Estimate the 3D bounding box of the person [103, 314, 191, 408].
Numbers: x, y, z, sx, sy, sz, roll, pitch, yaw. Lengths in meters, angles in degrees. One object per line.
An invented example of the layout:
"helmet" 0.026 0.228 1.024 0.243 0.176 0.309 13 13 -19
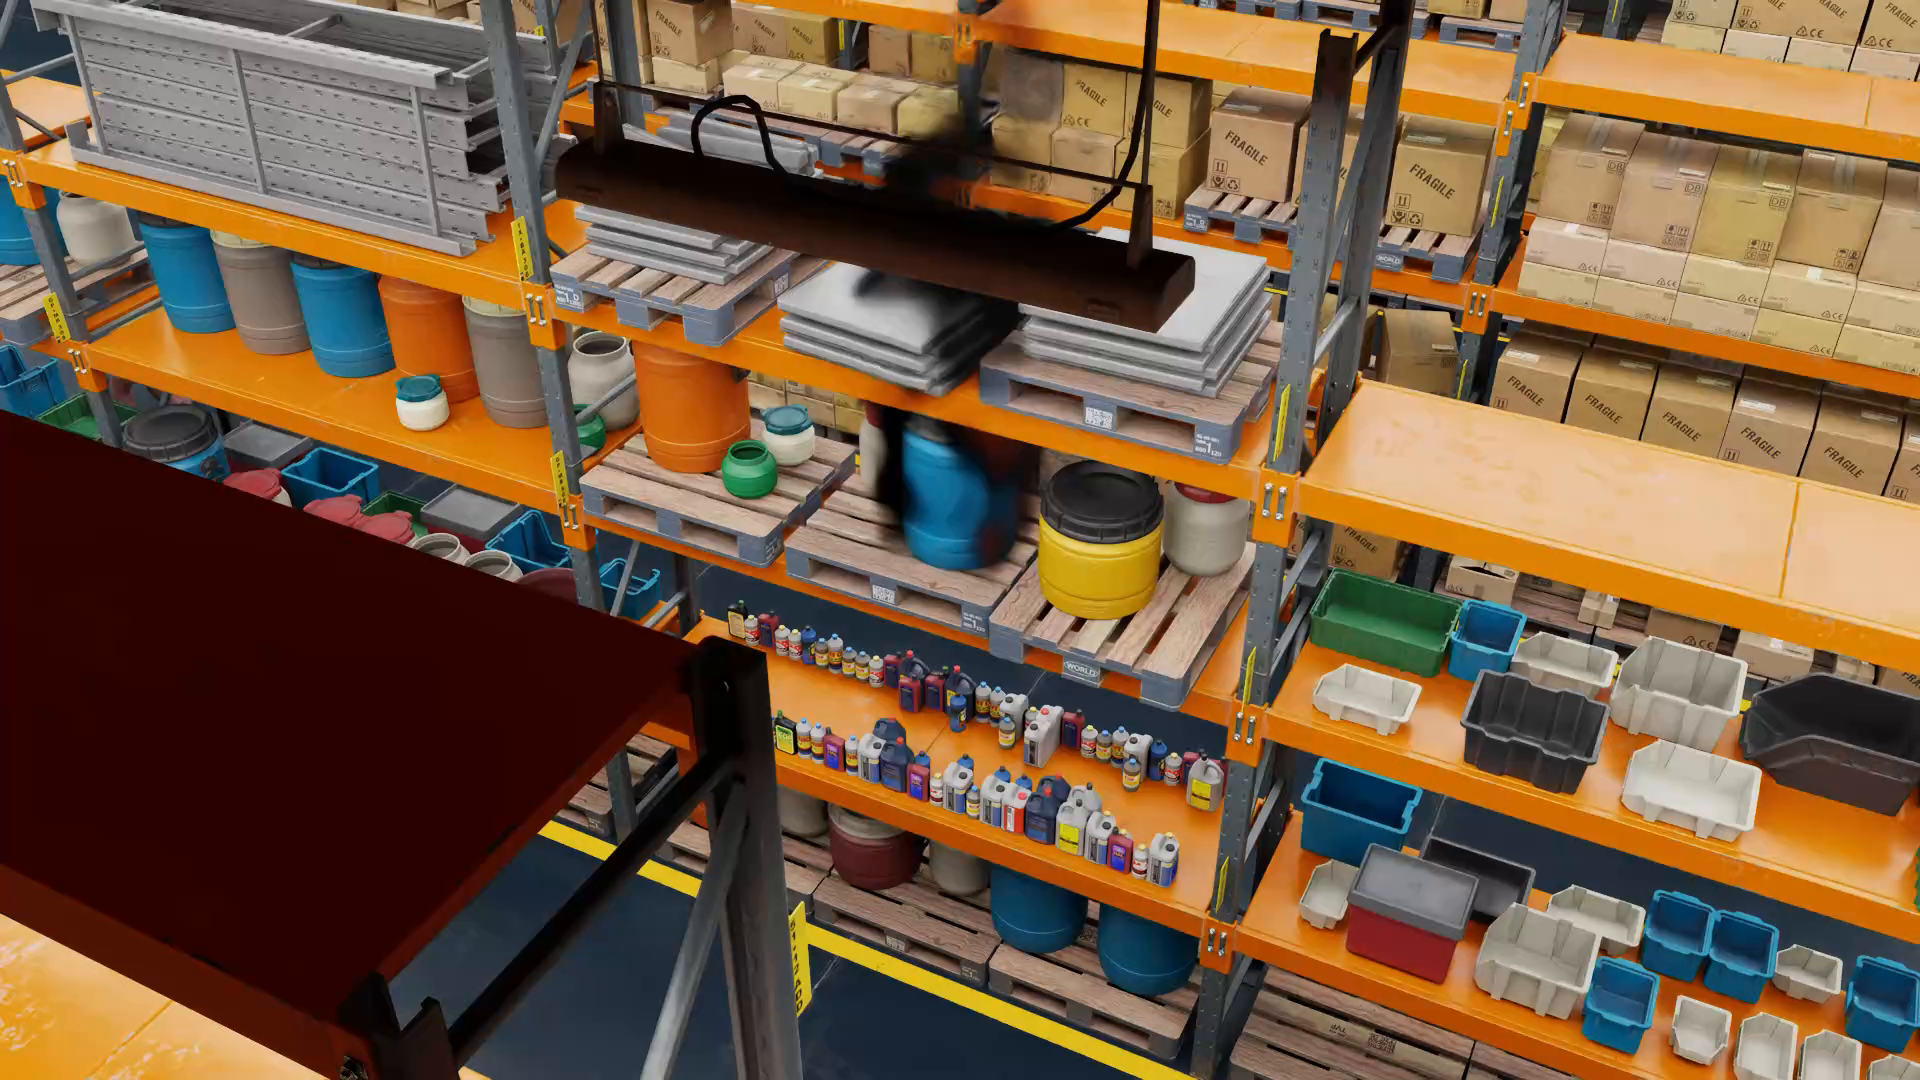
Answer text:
"person" -7.217 -1.548 14.624 0.955 1.695 0.583 12 37 16
